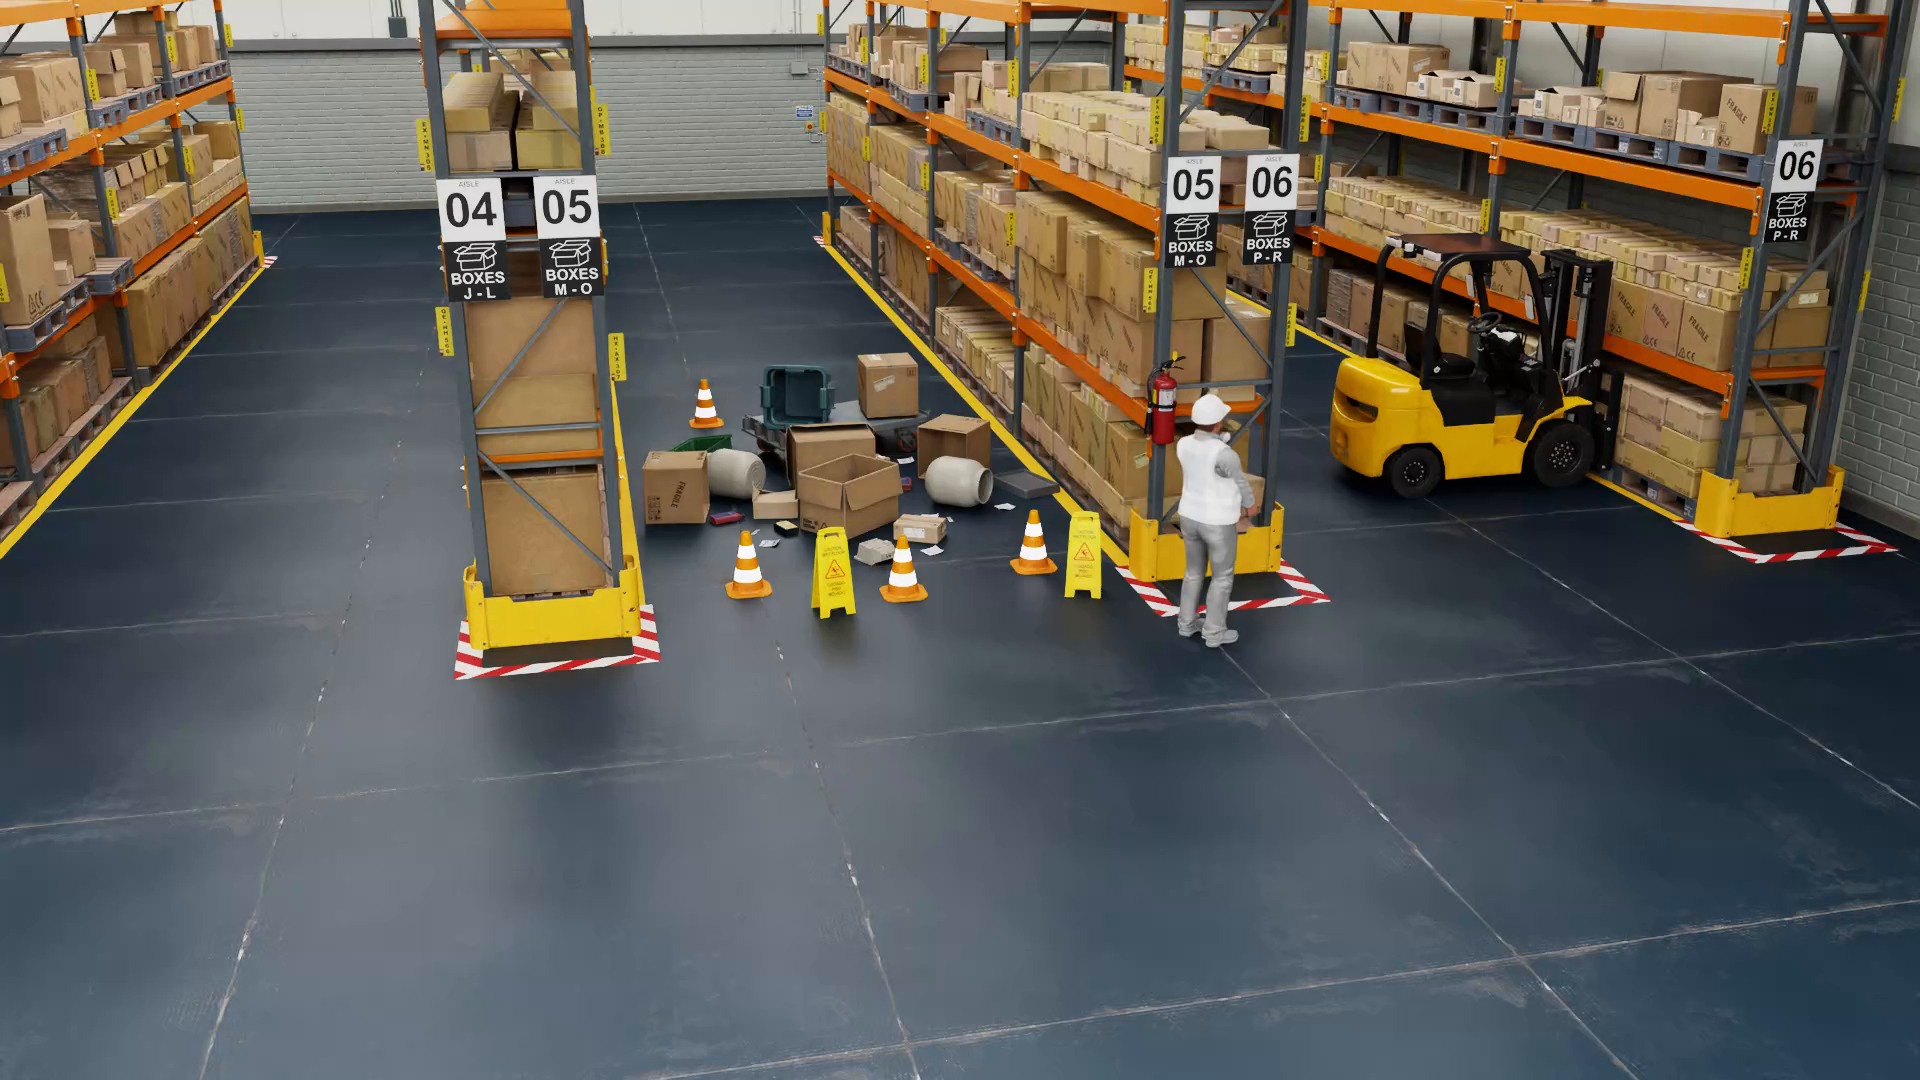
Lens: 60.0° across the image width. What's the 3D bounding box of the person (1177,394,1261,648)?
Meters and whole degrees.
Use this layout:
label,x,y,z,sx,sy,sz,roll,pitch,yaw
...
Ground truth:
label,x,y,z,sx,sy,sz,roll,pitch,yaw
person,1.782,-0.169,11.517,0.554,1.768,0.495,-16,25,-37
